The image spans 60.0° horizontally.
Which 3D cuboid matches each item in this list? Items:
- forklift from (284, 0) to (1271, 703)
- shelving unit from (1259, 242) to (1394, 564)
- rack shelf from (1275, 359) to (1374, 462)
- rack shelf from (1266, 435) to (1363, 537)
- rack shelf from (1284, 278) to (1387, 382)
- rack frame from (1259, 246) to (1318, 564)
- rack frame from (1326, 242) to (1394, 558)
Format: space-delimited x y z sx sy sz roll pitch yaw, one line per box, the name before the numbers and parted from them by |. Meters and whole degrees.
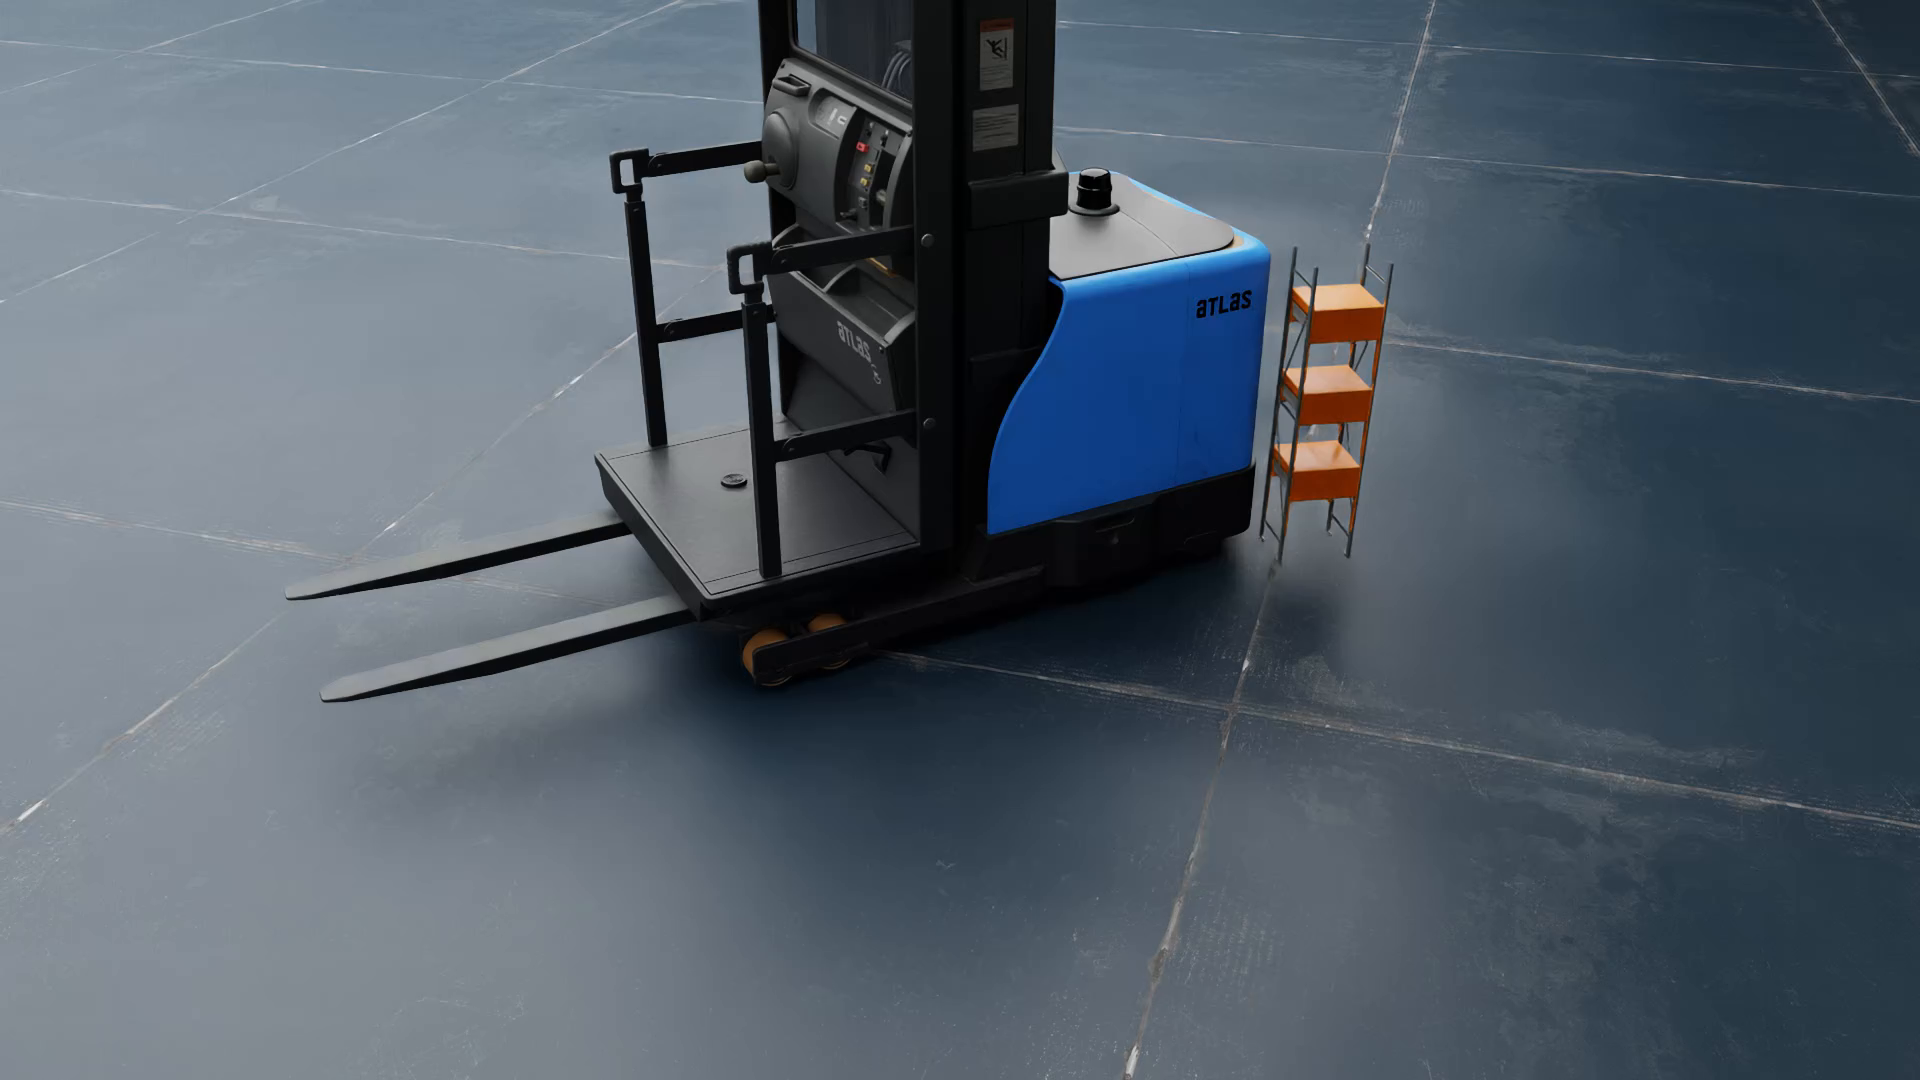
forklift | -0.549 -1.138 4.781 3.031 2.935 1.130 -15 32 -24
shelving unit | 1.187 -0.434 5.444 0.252 1.050 0.215 -4 30 -9
rack shelf | 1.187 -0.424 5.449 0.240 0.259 0.215 -4 30 -9
rack shelf | 1.183 -0.183 5.587 0.240 0.259 0.215 -4 30 -9
rack shelf | 1.191 -0.671 5.308 0.240 0.259 0.215 -4 30 -9
rack frame | 1.067 -0.424 5.424 0.008 1.050 0.200 -4 30 -9
rack frame | 1.307 -0.443 5.463 0.008 1.050 0.200 -4 30 -9
